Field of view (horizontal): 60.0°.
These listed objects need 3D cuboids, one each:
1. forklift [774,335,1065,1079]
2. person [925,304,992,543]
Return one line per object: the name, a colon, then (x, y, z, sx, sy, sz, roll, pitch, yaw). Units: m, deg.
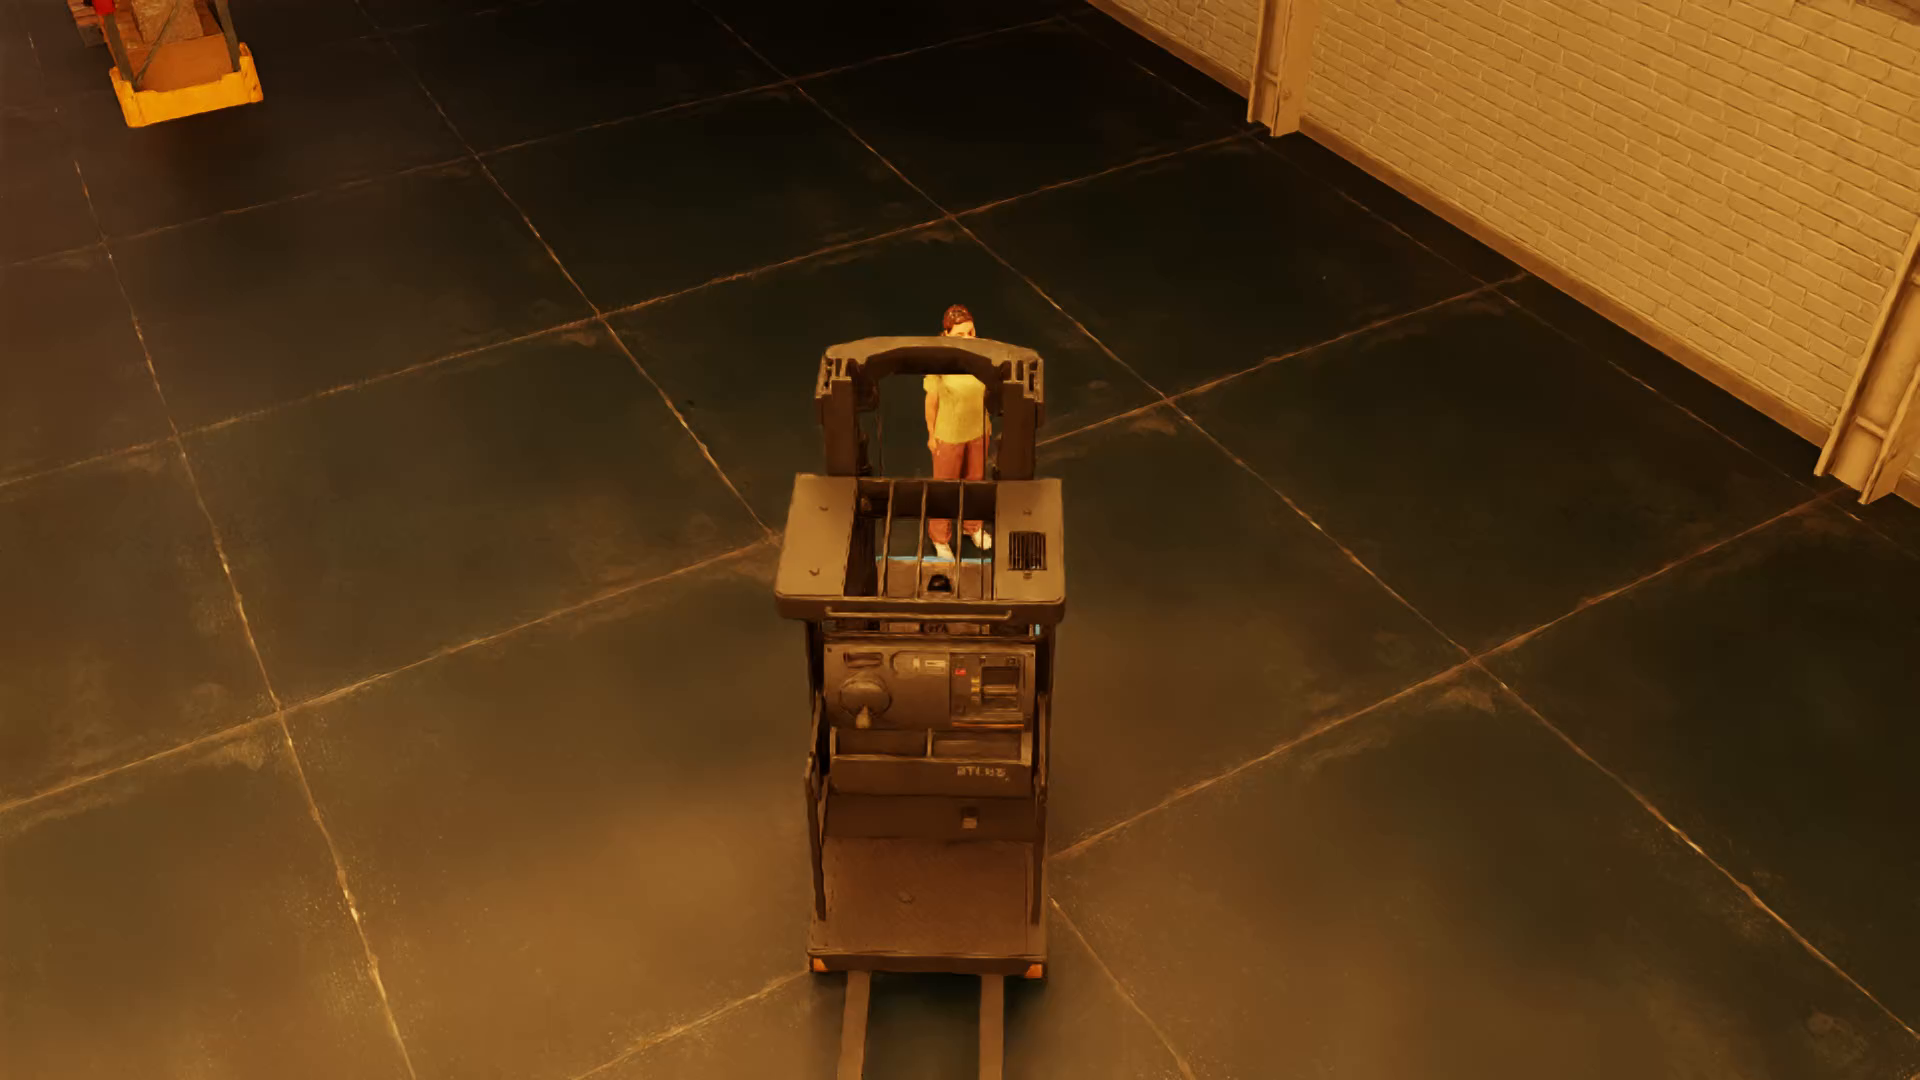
forklift: (-0.138, 0.721, 7.167, 1.130, 2.935, 3.031, 1, 40, 1)
person: (-0.014, -0.687, 9.796, 0.427, 1.604, 0.289, -20, 44, -23)
